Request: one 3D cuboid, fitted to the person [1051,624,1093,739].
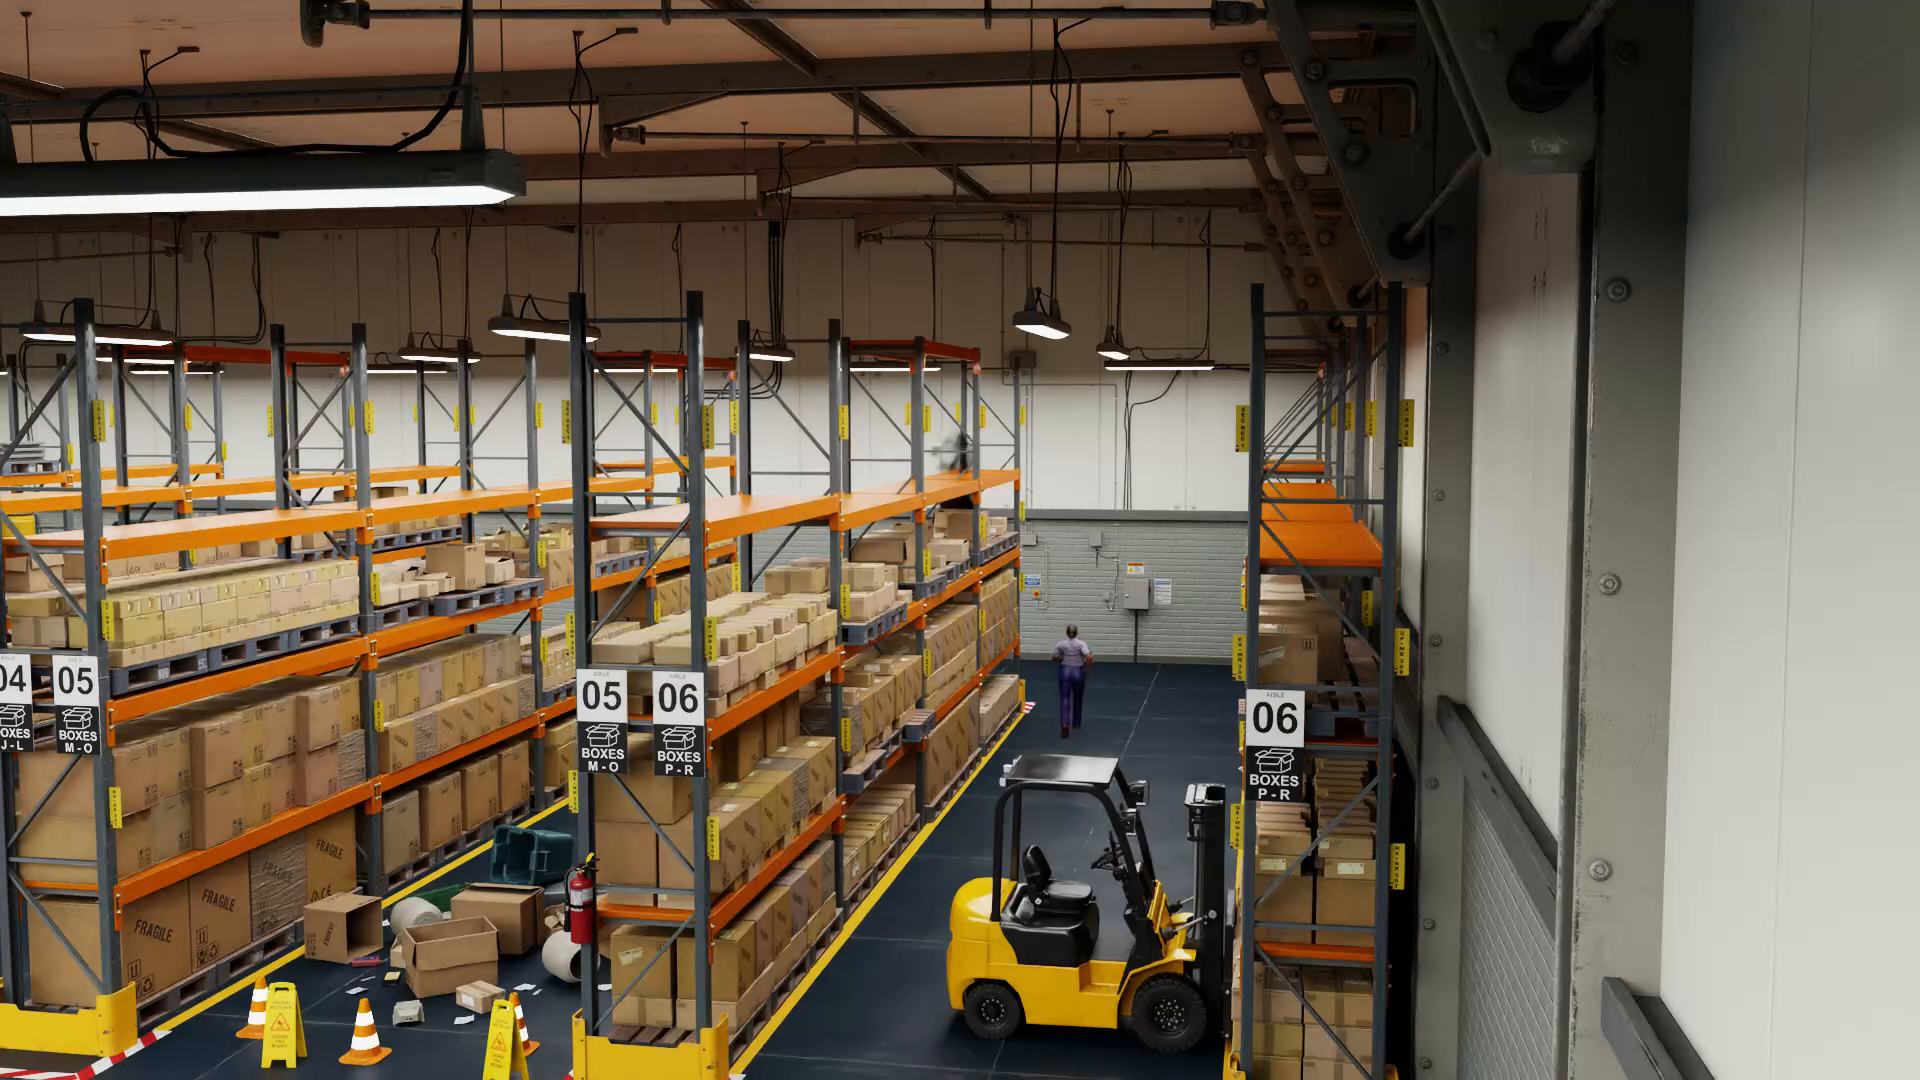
[{"bbox_3d":[1.667,2.079,24.754,0.613,1.687,0.875,0,5,5],"label":"person"}]
